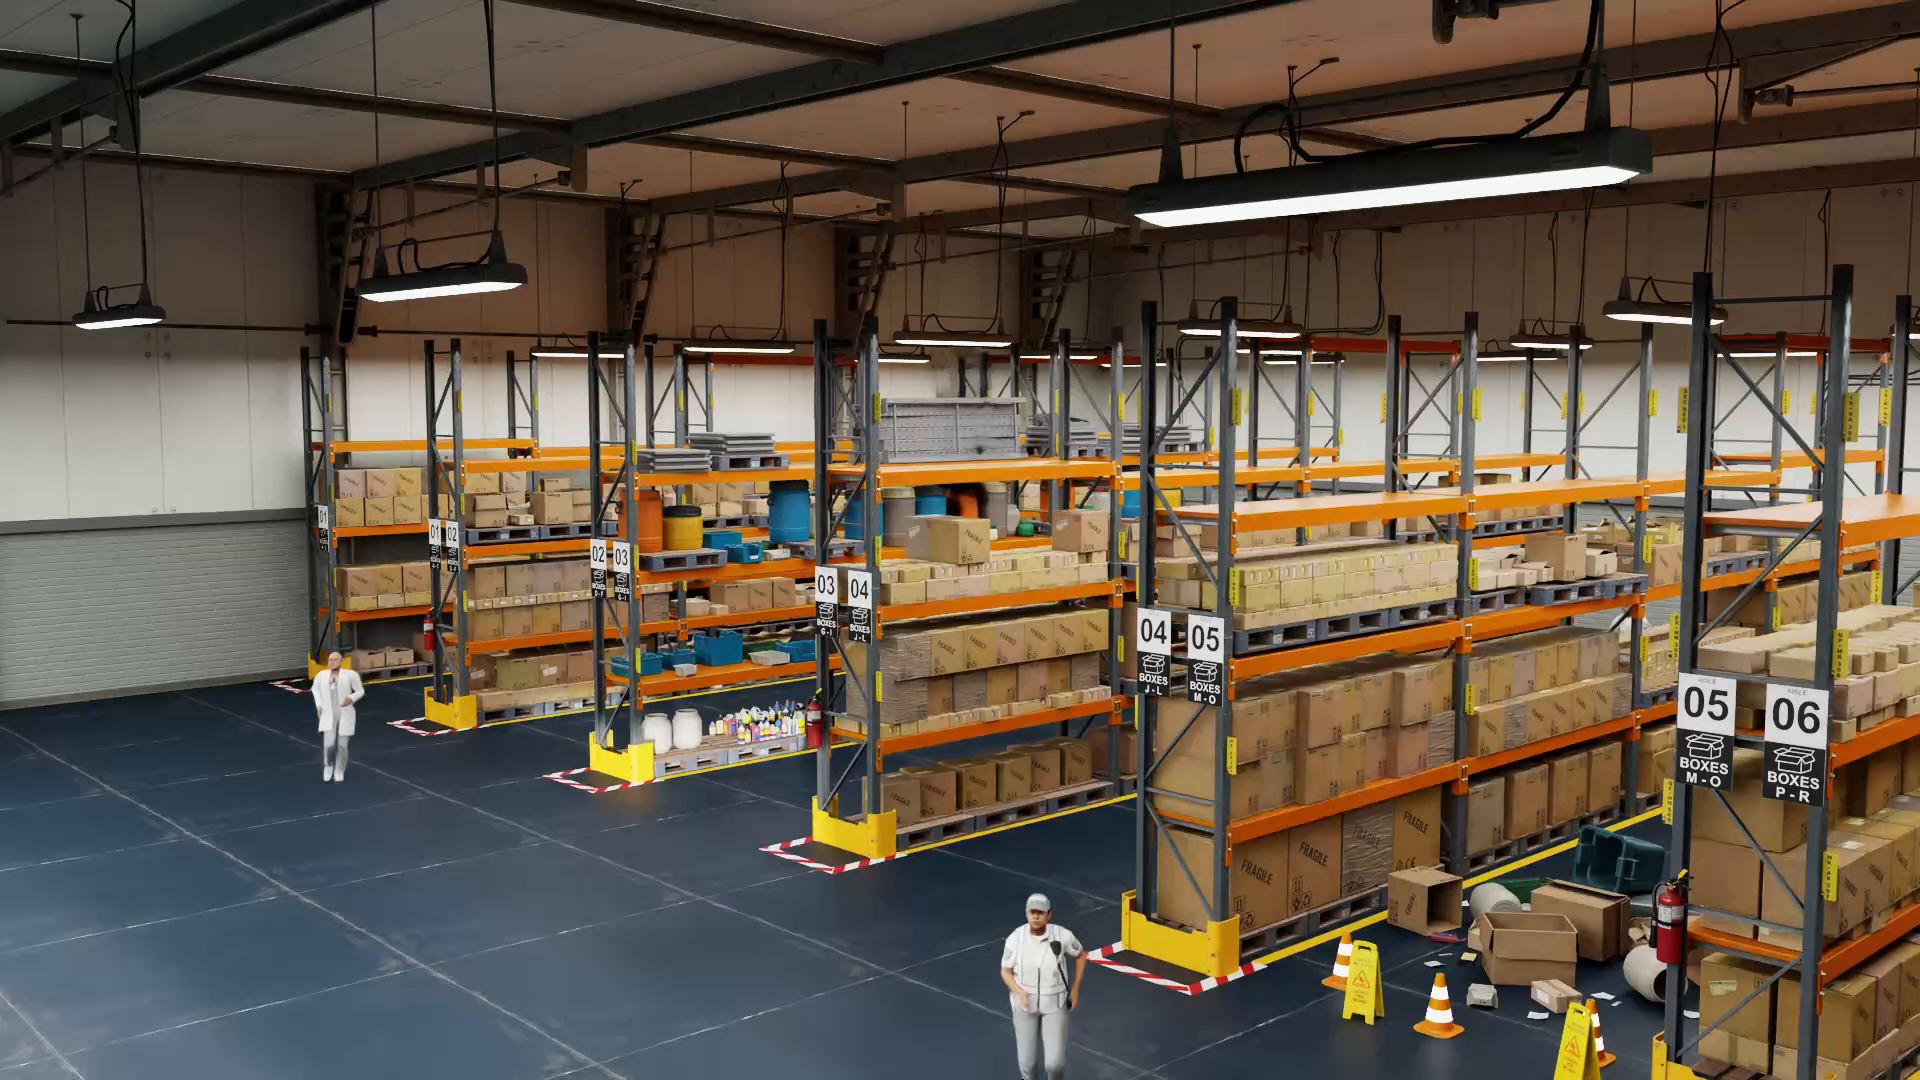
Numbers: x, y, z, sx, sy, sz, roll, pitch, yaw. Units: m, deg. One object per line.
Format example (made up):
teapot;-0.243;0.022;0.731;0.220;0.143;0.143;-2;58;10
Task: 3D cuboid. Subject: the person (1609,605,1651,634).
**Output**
person;11.374;1.837;28.234;0.706;1.700;0.581;2;5;20

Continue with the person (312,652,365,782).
person;-8.238;2.353;22.000;0.685;1.748;0.658;-1;5;-13

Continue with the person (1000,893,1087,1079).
person;0.579;3.321;11.764;0.599;1.637;0.589;1;5;8
